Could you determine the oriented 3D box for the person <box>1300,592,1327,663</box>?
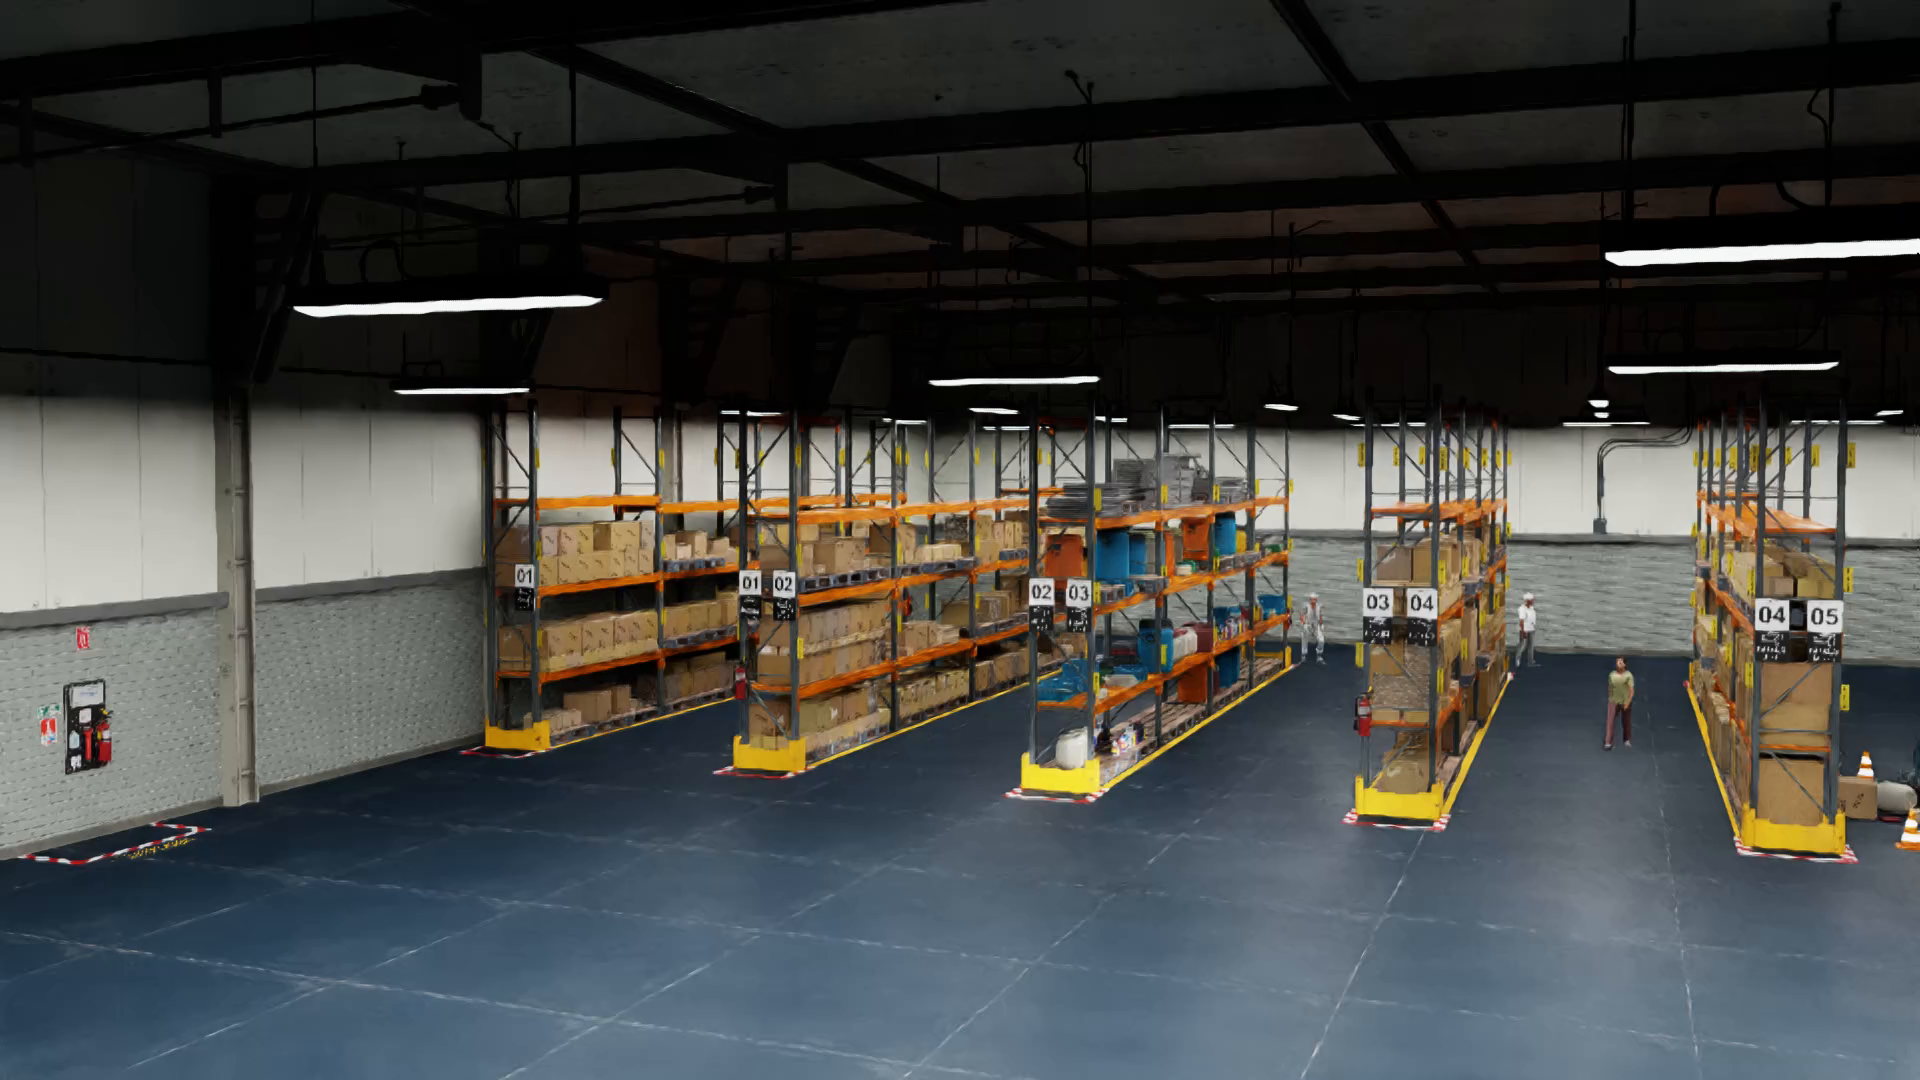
[{"bbox_3d":[8.569,2.130,40.461,0.666,1.750,0.666,0,3,-9],"label":"person"}]

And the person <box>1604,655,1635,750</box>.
[{"bbox_3d":[11.344,2.776,28.553,0.447,1.605,1.017,2,3,30],"label":"person"}]

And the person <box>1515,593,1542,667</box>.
[{"bbox_3d":[13.558,2.156,39.752,0.649,1.772,0.478,-2,4,-41],"label":"person"}]
